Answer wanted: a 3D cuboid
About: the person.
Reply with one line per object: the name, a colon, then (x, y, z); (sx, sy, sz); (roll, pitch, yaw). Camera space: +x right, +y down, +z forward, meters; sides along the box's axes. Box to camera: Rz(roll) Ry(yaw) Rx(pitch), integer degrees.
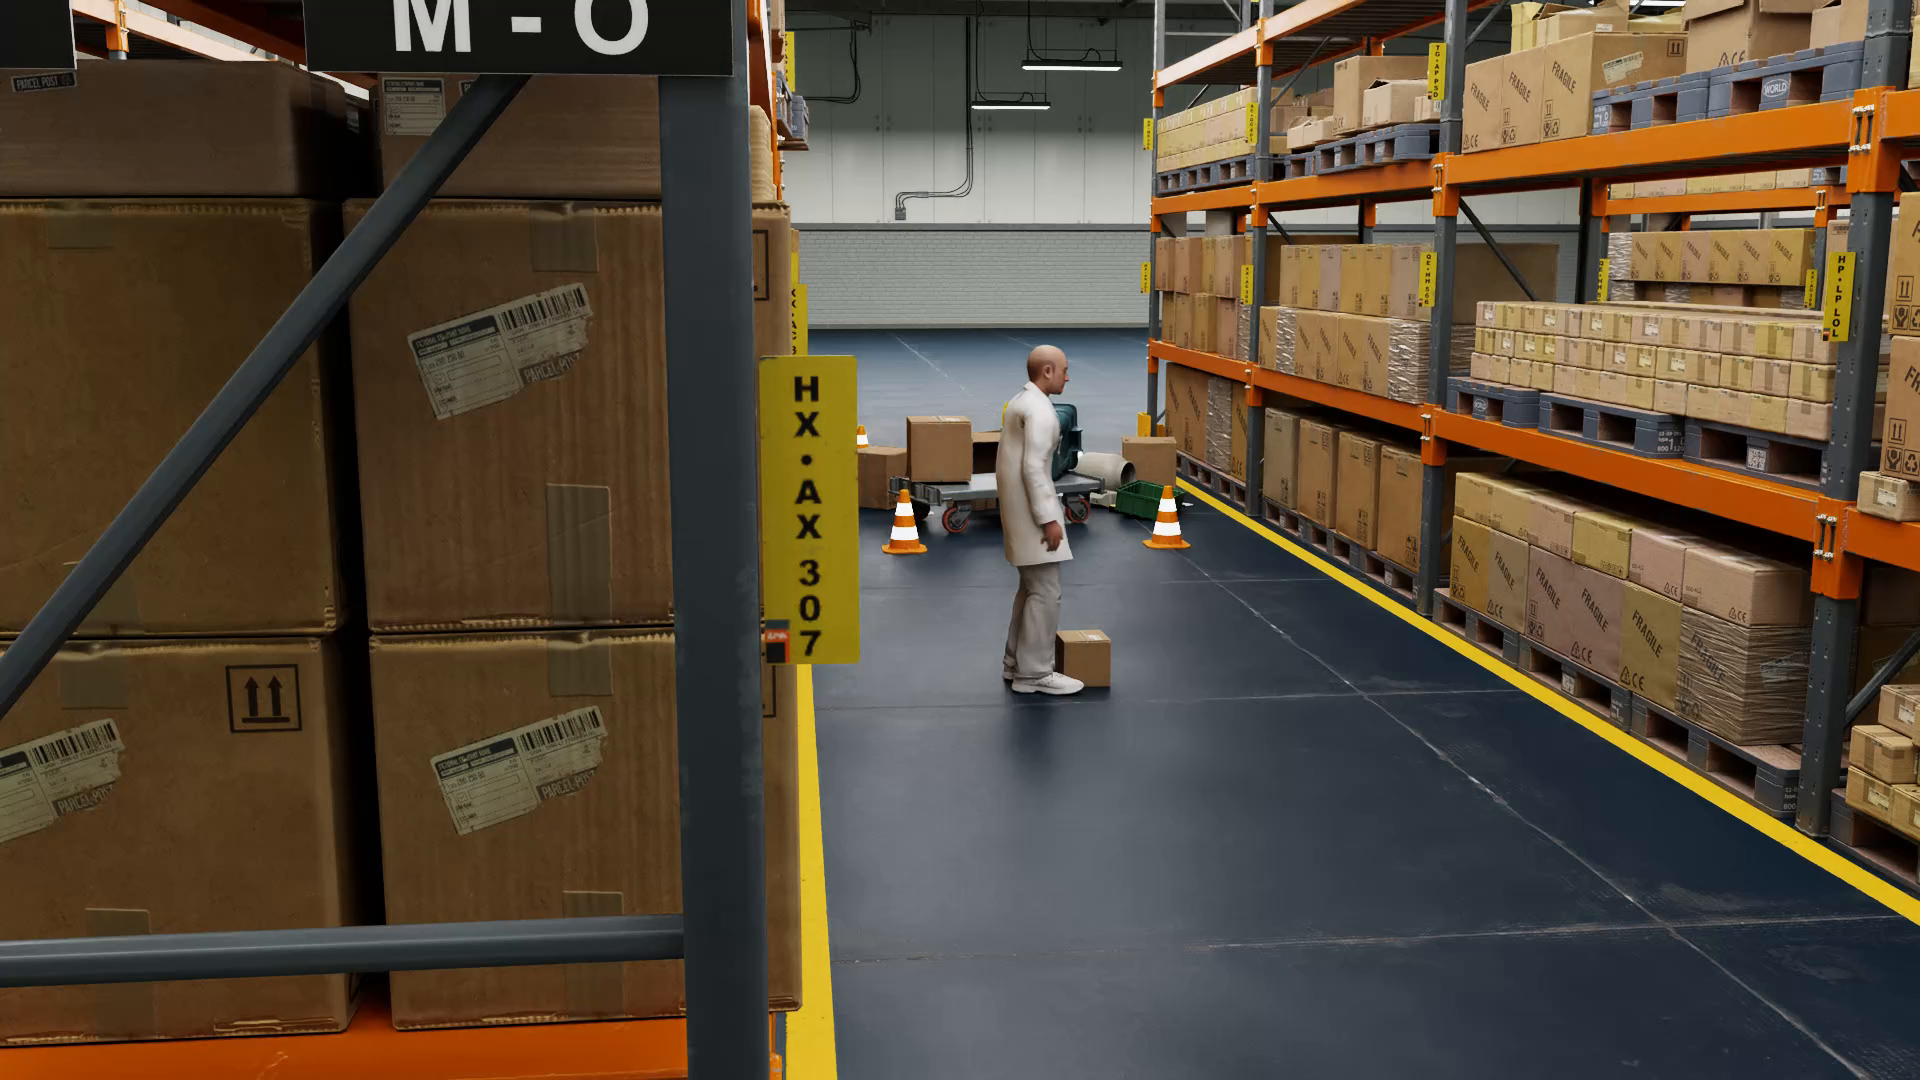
person: (0.401, -0.119, 8.629); (0.425, 1.774, 0.644); (-1, 10, -6)
